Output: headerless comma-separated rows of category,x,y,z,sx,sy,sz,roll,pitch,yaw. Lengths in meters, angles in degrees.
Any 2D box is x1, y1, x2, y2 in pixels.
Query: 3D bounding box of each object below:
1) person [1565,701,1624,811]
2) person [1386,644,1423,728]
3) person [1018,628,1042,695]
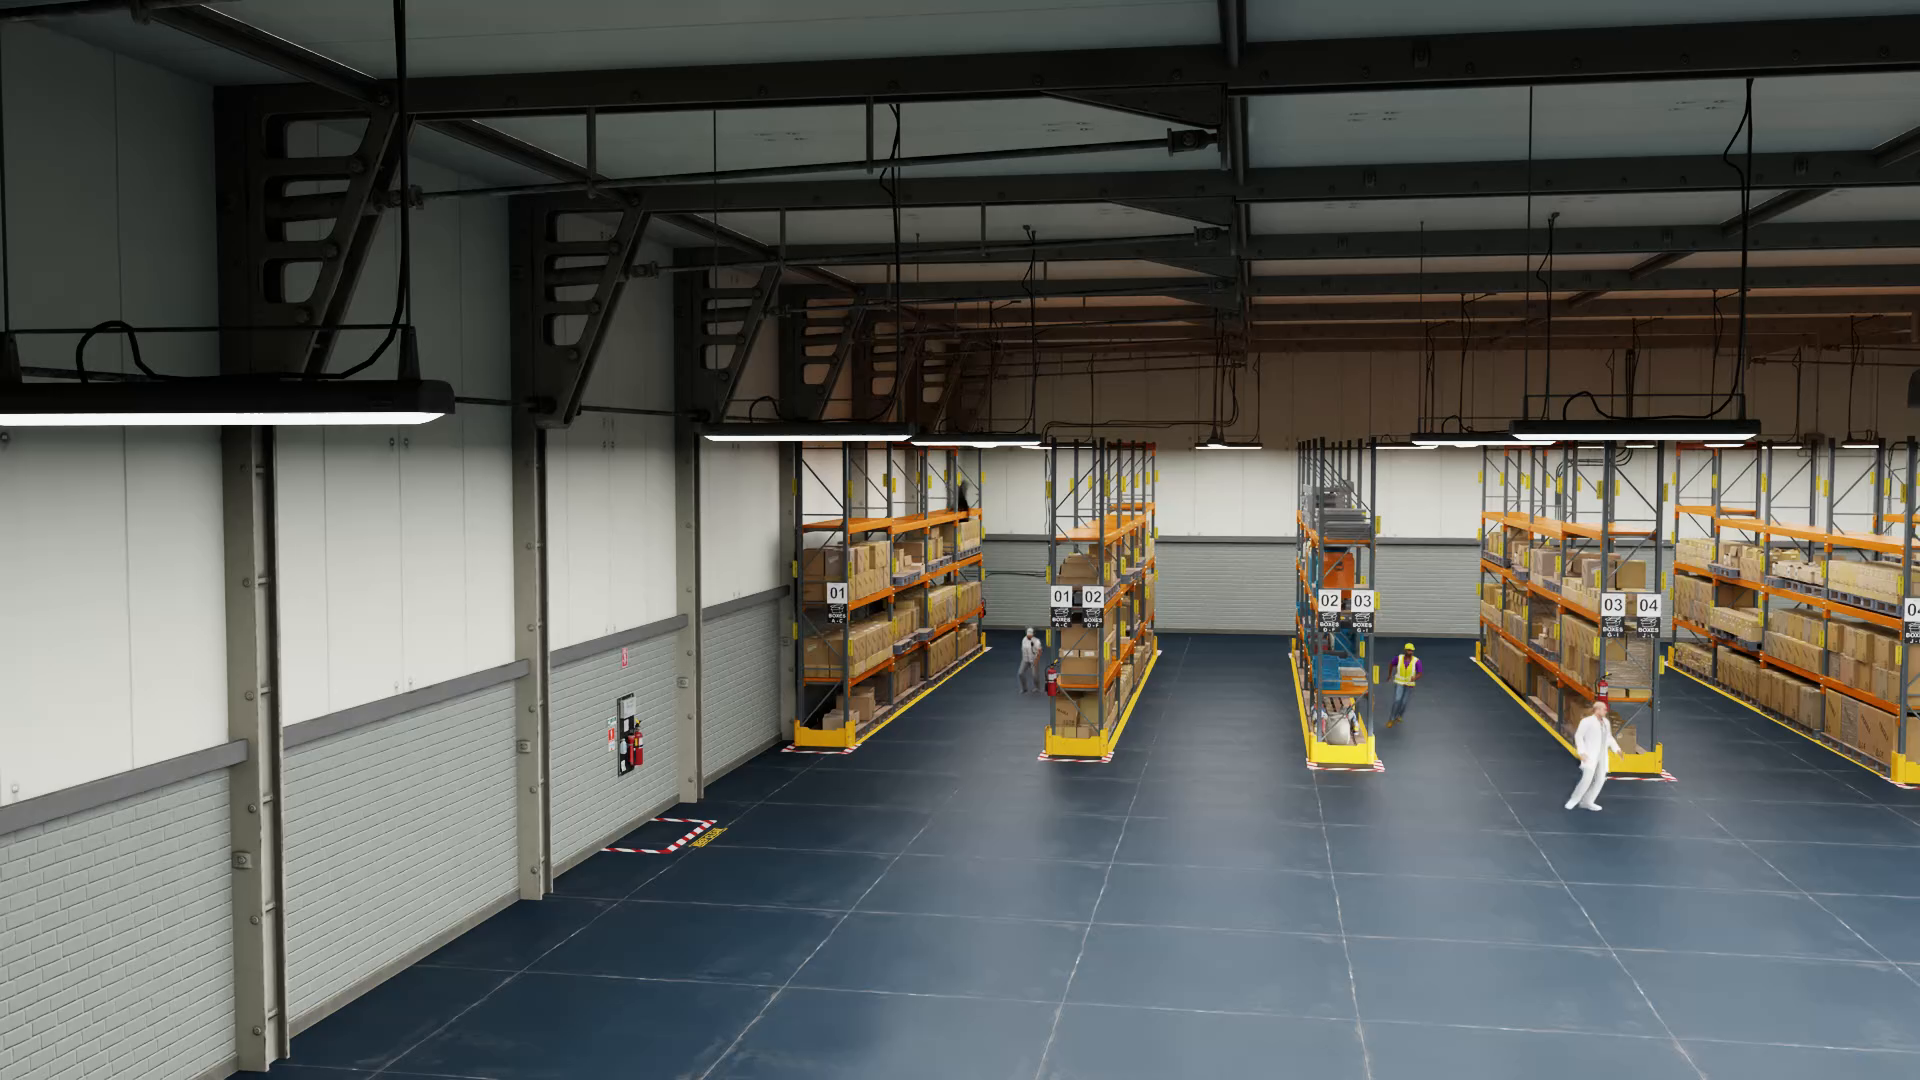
person,10.082,3.445,26.456,0.825,1.748,0.607,-1,3,-26
person,9.227,3.005,34.567,0.742,1.735,0.833,1,3,10
person,1.705,2.858,39.269,0.587,1.618,0.742,1,3,25
